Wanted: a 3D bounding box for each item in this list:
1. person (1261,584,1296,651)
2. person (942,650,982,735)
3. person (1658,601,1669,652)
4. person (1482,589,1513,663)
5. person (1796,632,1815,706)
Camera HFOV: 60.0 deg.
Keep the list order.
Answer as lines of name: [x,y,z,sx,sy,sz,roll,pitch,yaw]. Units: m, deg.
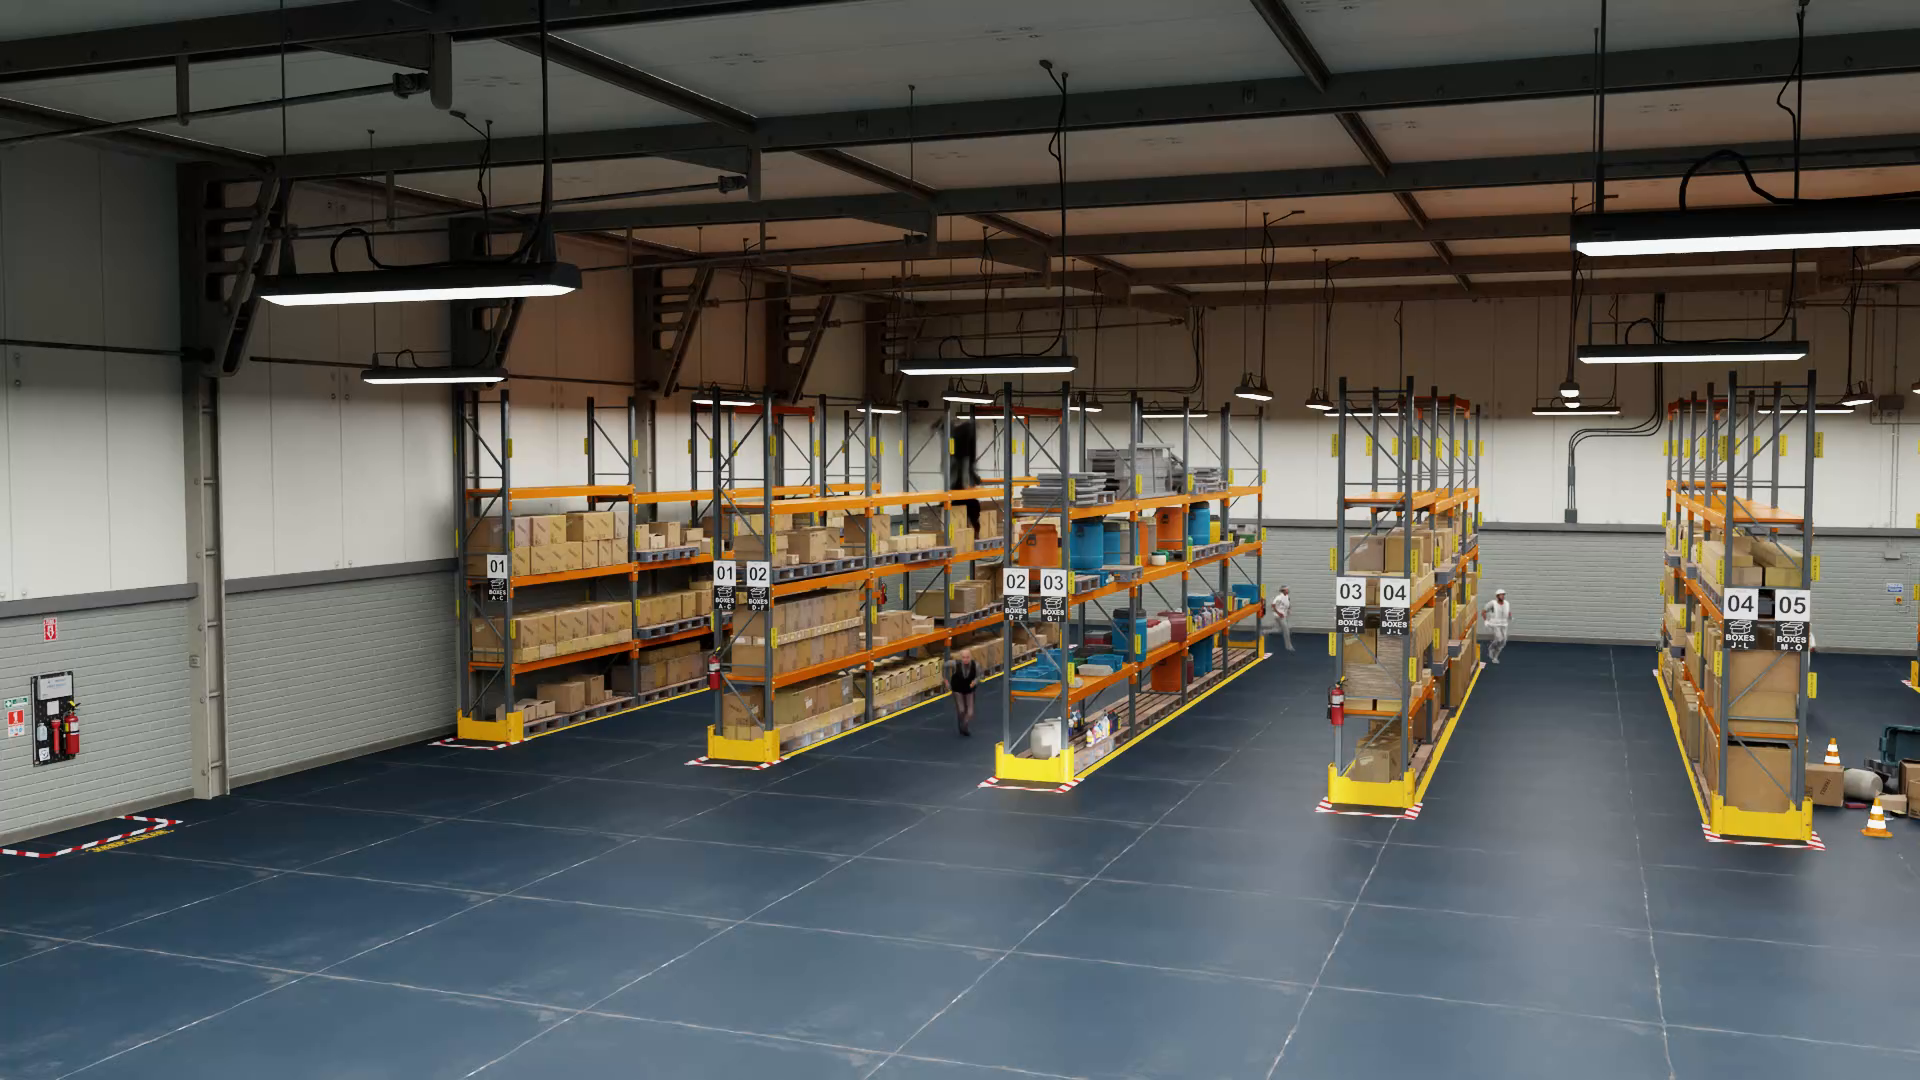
person: [7.918,1.924,41.409,0.947,1.680,0.575,2,4,31]
person: [0.034,2.645,28.735,0.685,1.549,0.865,0,3,-7]
person: [16.040,2.125,37.480,0.557,1.630,0.618,1,3,16]
person: [12.569,2.005,38.700,0.675,1.724,0.604,-1,3,-15]
person: [16.168,2.364,32.150,0.638,1.815,0.736,1,3,18]
